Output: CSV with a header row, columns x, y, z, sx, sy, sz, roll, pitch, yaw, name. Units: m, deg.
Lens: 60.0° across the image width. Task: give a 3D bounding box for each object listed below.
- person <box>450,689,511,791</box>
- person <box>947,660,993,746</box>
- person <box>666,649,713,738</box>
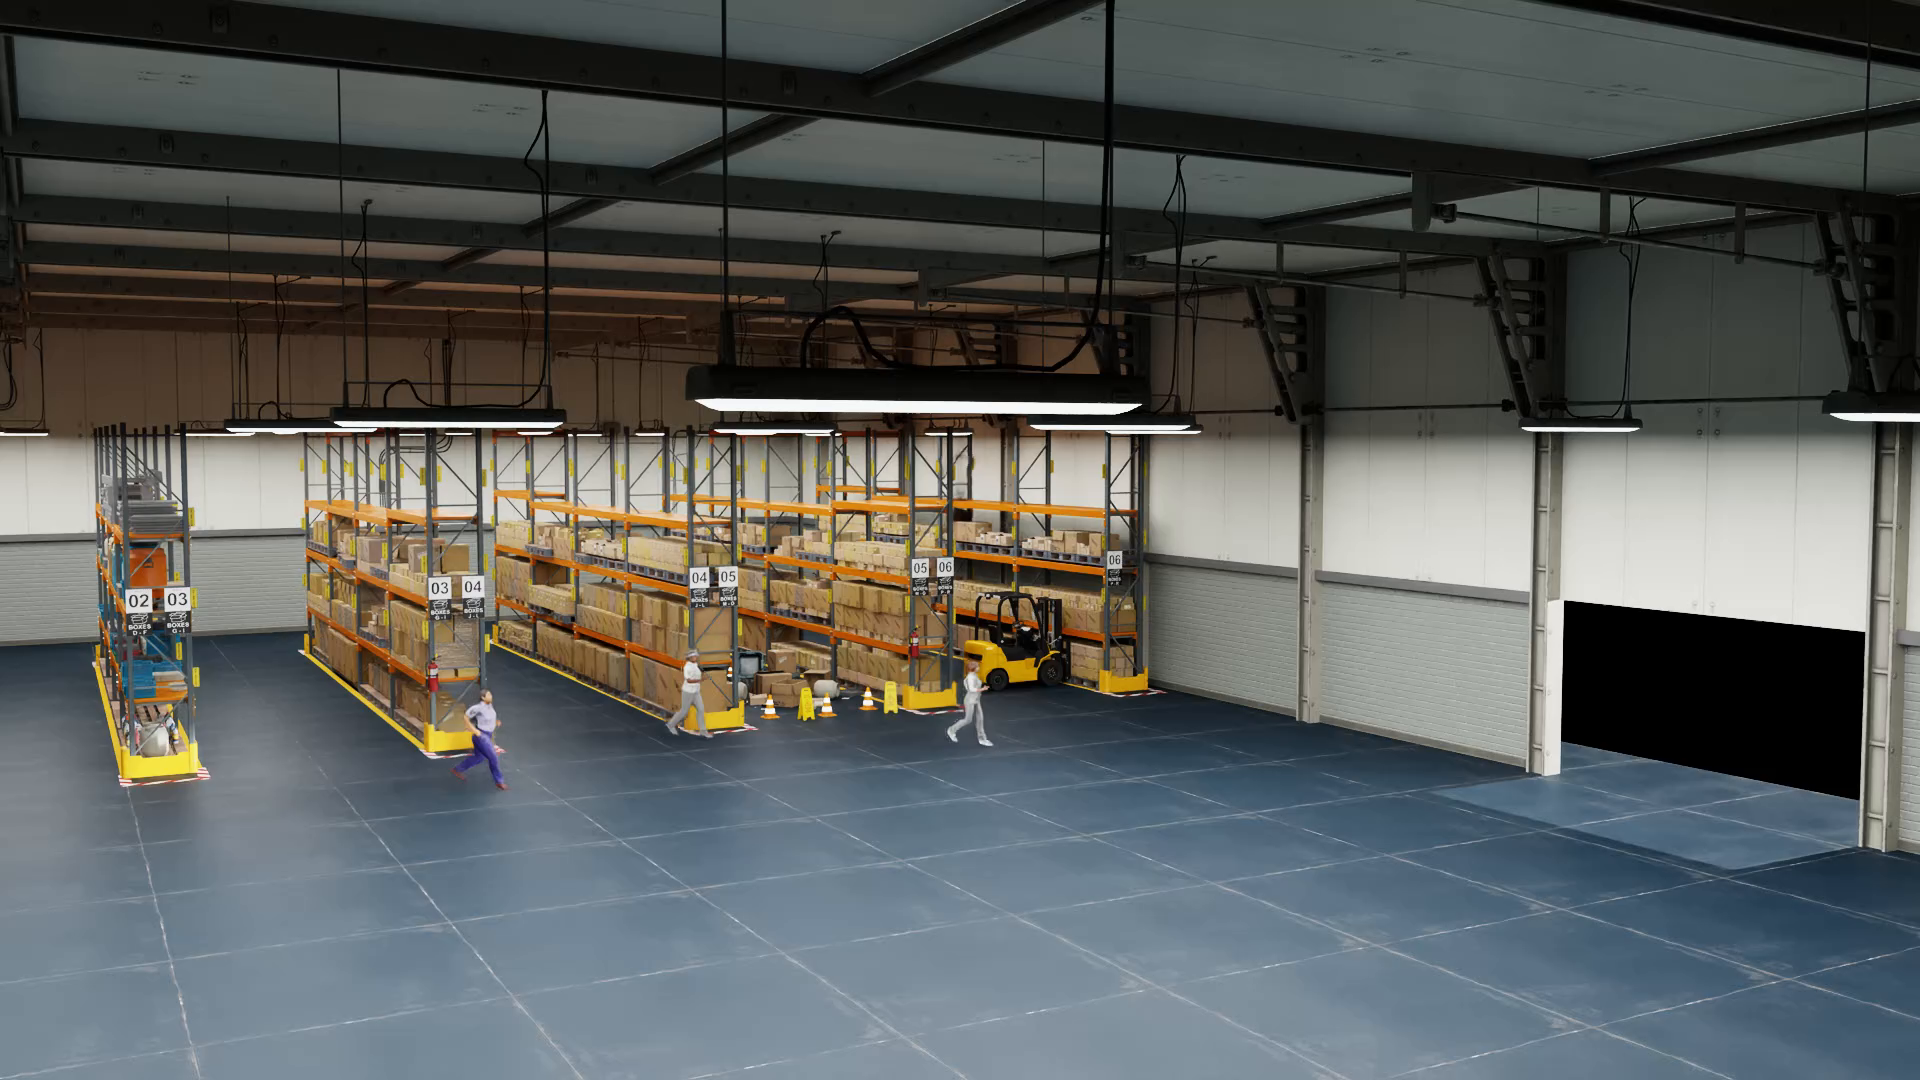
x,y,z,sx,sy,sz,roll,pitch,yaw,name
-7.837,3.277,27.203,1.043,1.691,0.574,0,3,0,person
0.193,3.027,30.947,0.881,1.586,0.537,1,4,14,person
-5.175,2.924,31.831,0.929,1.699,0.566,1,4,16,person
